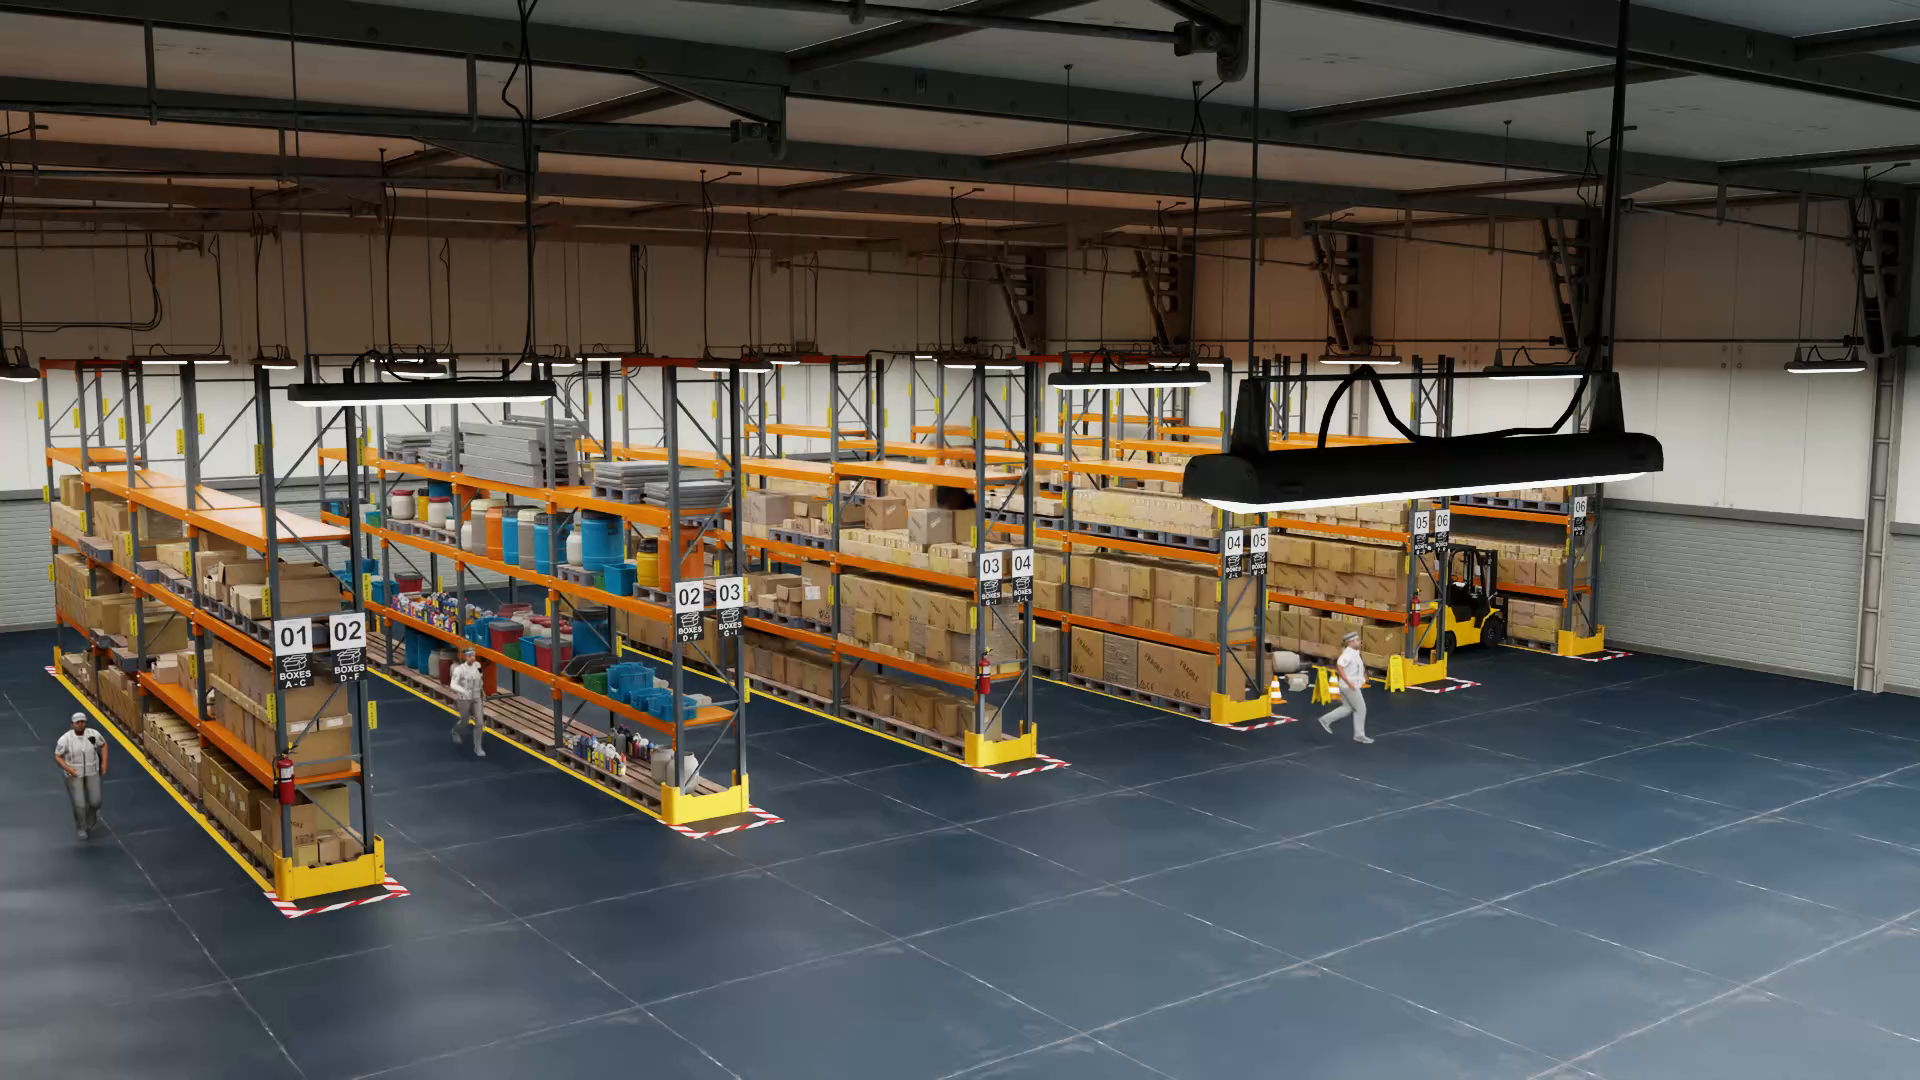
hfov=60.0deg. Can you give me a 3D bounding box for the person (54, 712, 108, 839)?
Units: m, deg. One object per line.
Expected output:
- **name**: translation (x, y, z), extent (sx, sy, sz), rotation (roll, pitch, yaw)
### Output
- **person**: translation (-11.179, 2.992, 21.219), extent (0.640, 1.626, 0.548), rotation (-6, 9, -39)

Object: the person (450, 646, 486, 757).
- **person**: translation (-7.562, 2.441, 25.563), extent (0.602, 1.688, 0.880), rotation (-6, 9, -40)

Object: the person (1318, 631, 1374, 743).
- **person**: translation (6.143, 2.310, 26.323), extent (0.855, 1.781, 0.674), rotation (1, 7, 11)
